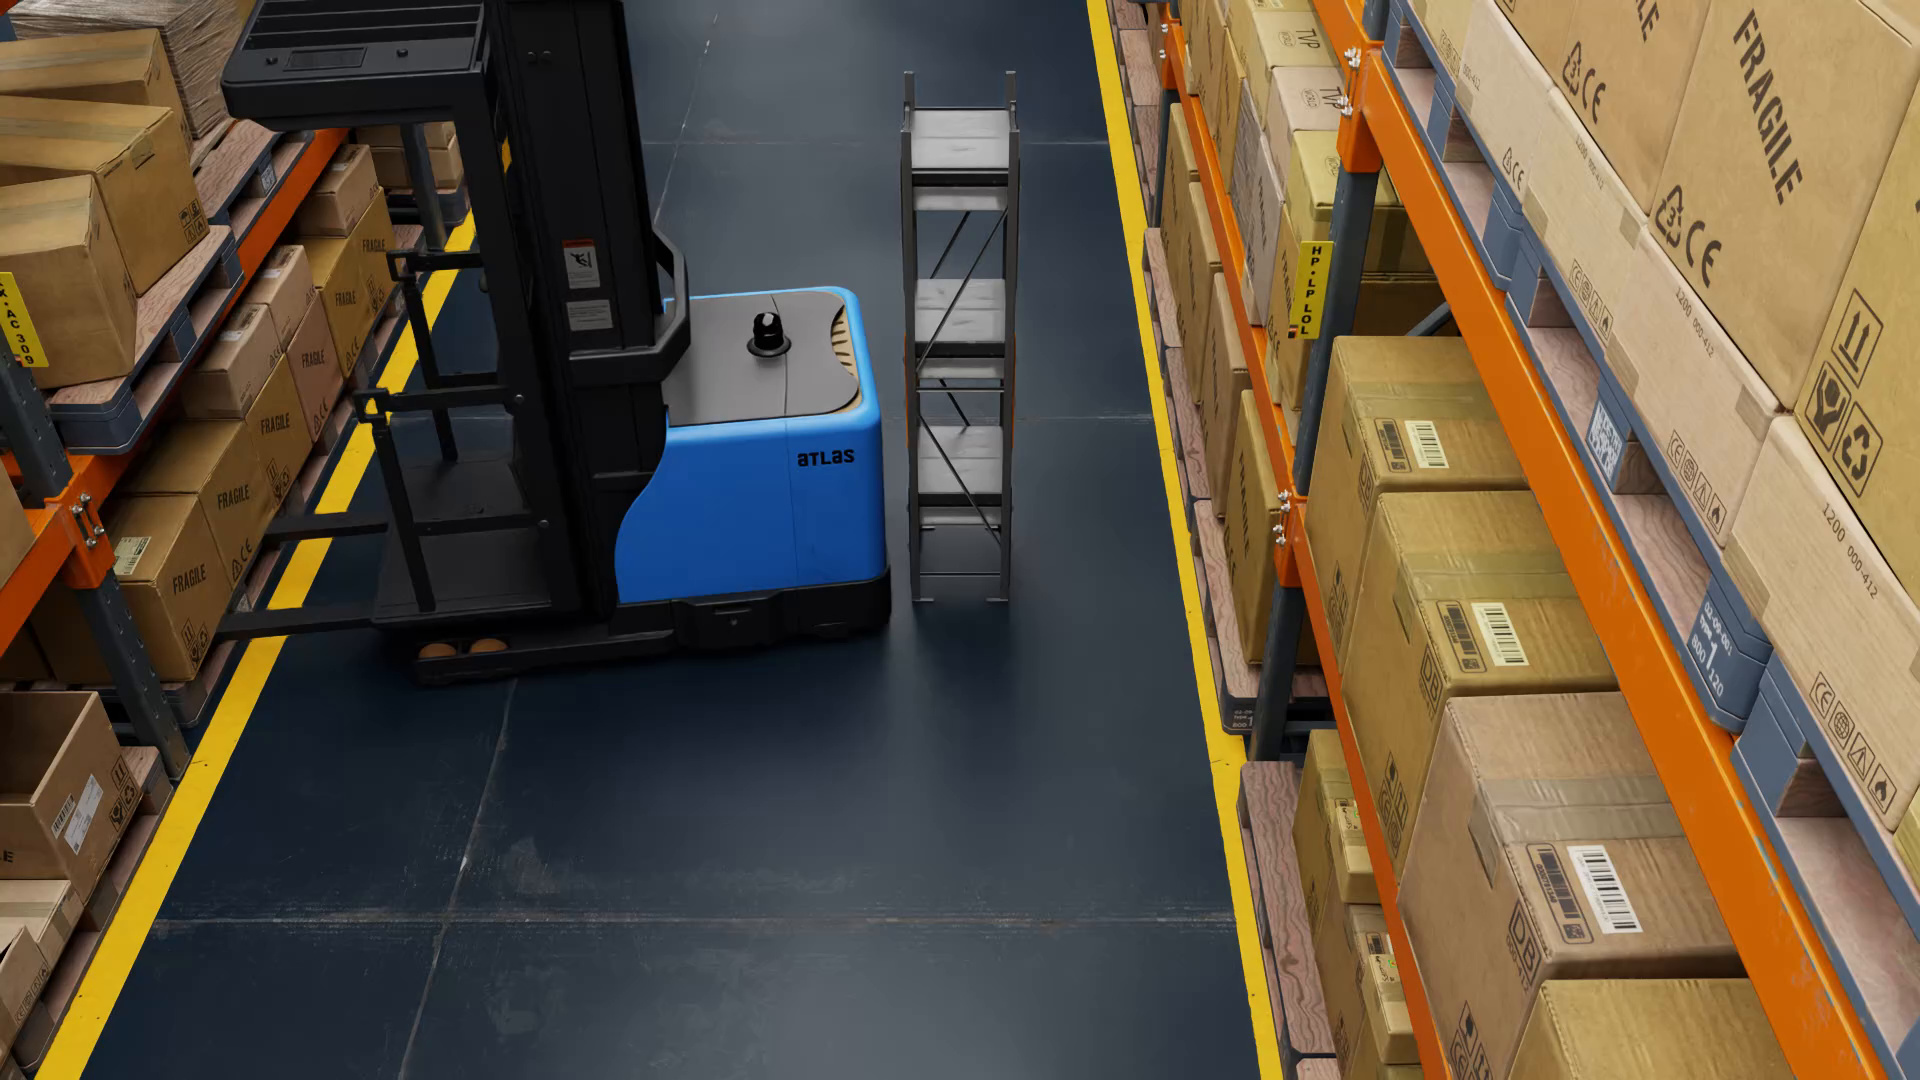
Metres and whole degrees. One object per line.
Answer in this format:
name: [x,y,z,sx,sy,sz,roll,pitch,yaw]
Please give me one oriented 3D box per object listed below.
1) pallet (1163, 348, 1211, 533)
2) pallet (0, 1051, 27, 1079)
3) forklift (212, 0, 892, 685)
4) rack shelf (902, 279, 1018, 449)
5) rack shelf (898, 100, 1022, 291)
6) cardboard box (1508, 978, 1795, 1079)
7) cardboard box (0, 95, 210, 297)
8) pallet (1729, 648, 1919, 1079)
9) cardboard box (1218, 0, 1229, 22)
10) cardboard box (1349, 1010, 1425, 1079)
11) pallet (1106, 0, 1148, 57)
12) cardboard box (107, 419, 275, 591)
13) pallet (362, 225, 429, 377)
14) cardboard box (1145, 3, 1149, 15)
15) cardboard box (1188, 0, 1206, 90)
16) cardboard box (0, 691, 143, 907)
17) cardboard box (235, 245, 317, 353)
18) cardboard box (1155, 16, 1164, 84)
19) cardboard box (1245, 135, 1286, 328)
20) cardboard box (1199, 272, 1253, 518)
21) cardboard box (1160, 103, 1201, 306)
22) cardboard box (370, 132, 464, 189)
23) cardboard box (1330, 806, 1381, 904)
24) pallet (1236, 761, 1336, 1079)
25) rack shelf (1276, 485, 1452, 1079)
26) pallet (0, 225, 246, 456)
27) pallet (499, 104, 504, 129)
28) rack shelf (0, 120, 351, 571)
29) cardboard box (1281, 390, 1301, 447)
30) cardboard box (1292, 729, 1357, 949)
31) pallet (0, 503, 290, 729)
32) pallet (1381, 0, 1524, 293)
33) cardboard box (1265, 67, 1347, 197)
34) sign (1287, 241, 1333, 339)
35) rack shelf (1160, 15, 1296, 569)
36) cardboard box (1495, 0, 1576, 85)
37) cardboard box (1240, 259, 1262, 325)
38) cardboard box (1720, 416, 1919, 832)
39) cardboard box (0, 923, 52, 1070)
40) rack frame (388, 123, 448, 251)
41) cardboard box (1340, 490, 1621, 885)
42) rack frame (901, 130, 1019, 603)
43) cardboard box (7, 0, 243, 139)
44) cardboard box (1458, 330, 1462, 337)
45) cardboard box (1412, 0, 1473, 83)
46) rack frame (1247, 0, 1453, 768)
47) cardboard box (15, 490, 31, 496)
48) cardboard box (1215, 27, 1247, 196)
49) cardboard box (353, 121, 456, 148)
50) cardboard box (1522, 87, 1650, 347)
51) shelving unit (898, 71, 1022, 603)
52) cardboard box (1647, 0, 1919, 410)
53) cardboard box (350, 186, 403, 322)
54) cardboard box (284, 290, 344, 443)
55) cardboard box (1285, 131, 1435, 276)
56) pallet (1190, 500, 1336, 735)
pallet: [1.498,-0.479,7.679,1.003,0.211,1.213,0,39,0]
pallet: [-3.371,1.968,4.625,1.003,0.211,1.213,0,39,0]
forklift: [-1.840,-0.929,6.066,3.031,2.935,1.130,-5,39,-7]
rack shelf: [0.000,-0.705,6.473,0.431,0.518,0.480,0,39,0]
rack shelf: [0.000,-1.251,6.035,0.431,0.518,0.480,0,39,0]
cardboard box: [1.560,1.290,3.001,0.980,0.700,0.700,0,39,0]
cardboard box: [-3.216,-1.243,5.987,0.700,0.500,0.500,6,39,7]
pallet: [1.572,0.582,1.798,1.003,0.211,1.213,0,39,0]
cardboard box: [1.322,-2.344,6.843,0.500,0.250,0.500,0,39,0]
cardboard box: [1.472,1.594,4.525,0.700,0.500,0.500,1,39,1]
pallet: [1.571,-3.748,11.758,1.003,0.211,1.213,0,39,0]
cardboard box: [-3.144,-0.147,6.681,0.500,0.500,0.500,0,39,1]
pallet: [-3.417,-1.260,8.654,1.003,0.211,1.213,0,39,0]
cardboard box: [1.637,-3.736,11.160,0.700,0.500,0.500,-1,39,-1]
cardboard box: [1.310,-2.353,7.454,0.500,0.500,0.500,1,39,1]
cardboard box: [-3.091,0.846,5.443,0.500,0.500,0.500,0,39,0]
cardboard box: [-3.135,-1.045,7.202,0.500,0.250,0.500,-1,39,-1]
cardboard box: [1.607,-3.101,10.368,0.700,0.500,0.500,0,39,0]
cardboard box: [1.315,-1.090,5.878,0.500,0.500,0.500,0,39,0]
cardboard box: [1.444,-0.607,6.992,0.750,0.750,0.750,1,39,1]
cardboard box: [1.443,-1.686,8.339,0.750,0.750,0.750,-1,39,-1]
cardboard box: [-3.087,-2.234,9.502,0.500,0.250,0.500,0,39,0]
cardboard box: [1.294,0.920,4.847,0.380,0.149,0.250,1,39,1]
pallet: [1.501,1.244,5.529,1.003,0.211,1.213,0,39,0]
rack shelf: [1.581,1.211,3.915,1.077,0.370,4.000,0,39,0]
pallet: [-3.267,-0.739,5.927,1.003,0.211,1.213,0,39,0]
pallet: [-3.341,-3.003,10.829,1.003,0.211,1.213,0,39,0]
rack shelf: [-3.378,-1.284,7.029,1.077,0.370,4.000,0,39,0]
cardboard box: [1.295,-0.441,5.586,0.380,0.149,0.250,0,39,0]
cardboard box: [1.477,0.959,5.317,0.700,0.500,0.500,0,39,1]
pallet: [-3.414,0.265,6.750,1.003,0.211,1.213,0,39,0]
pallet: [1.569,-0.944,3.702,1.003,0.211,1.213,0,39,0]
cardboard box: [1.331,-1.387,5.649,0.500,0.250,0.500,1,39,1]
sign: [1.036,-0.734,4.905,0.100,0.325,0.005,0,39,0]
rack shelf: [1.576,-1.290,7.036,1.077,0.370,4.000,0,39,0]
cardboard box: [1.305,-1.160,3.005,0.500,0.500,0.500,-1,39,-1]
cardboard box: [1.256,-0.926,6.192,0.380,0.149,0.250,0,39,0]
cardboard box: [1.315,0.083,2.053,0.500,0.250,0.500,-1,39,-2]
cardboard box: [-3.090,1.389,4.917,0.500,0.311,0.500,0,39,0]
rack frame: [-3.380,-2.815,8.365,1.000,3.000,0.127,0,39,0]
cardboard box: [1.558,0.359,4.164,0.980,0.700,0.700,-1,39,-1]
rack frame: [0.000,-0.563,6.274,0.400,2.100,0.015,0,39,0]
cardboard box: [-3.457,-2.053,6.997,0.700,0.500,0.500,7,39,8]
cardboard box: [1.830,-0.771,5.479,0.500,0.500,0.500,-1,39,-2]
cardboard box: [1.315,-1.203,3.657,0.500,0.250,0.500,0,39,0]
rack frame: [1.578,-0.320,5.251,1.000,3.000,0.127,0,39,0]
cardboard box: [-3.655,-0.128,6.658,0.500,0.500,0.500,0,39,0]
cardboard box: [1.317,-1.717,6.660,0.500,0.500,0.500,1,39,1]
cardboard box: [-3.087,-2.453,9.327,0.500,0.311,0.500,1,39,1]
cardboard box: [1.310,-0.563,2.860,0.500,0.250,0.500,-1,39,-1]
shelving unit: [0.000,-0.716,6.464,0.431,2.100,0.503,0,39,0]
cardboard box: [1.310,-0.523,2.210,0.500,0.500,0.500,-2,39,-2]
cardboard box: [-3.144,-1.427,8.279,0.500,0.500,0.500,1,39,2]
cardboard box: [-3.137,-0.775,7.466,0.500,0.500,0.500,-1,39,-2]
cardboard box: [1.322,-1.067,5.250,0.500,0.250,0.500,1,39,1]
pallet: [1.502,0.286,6.725,1.003,0.211,1.213,0,39,0]
